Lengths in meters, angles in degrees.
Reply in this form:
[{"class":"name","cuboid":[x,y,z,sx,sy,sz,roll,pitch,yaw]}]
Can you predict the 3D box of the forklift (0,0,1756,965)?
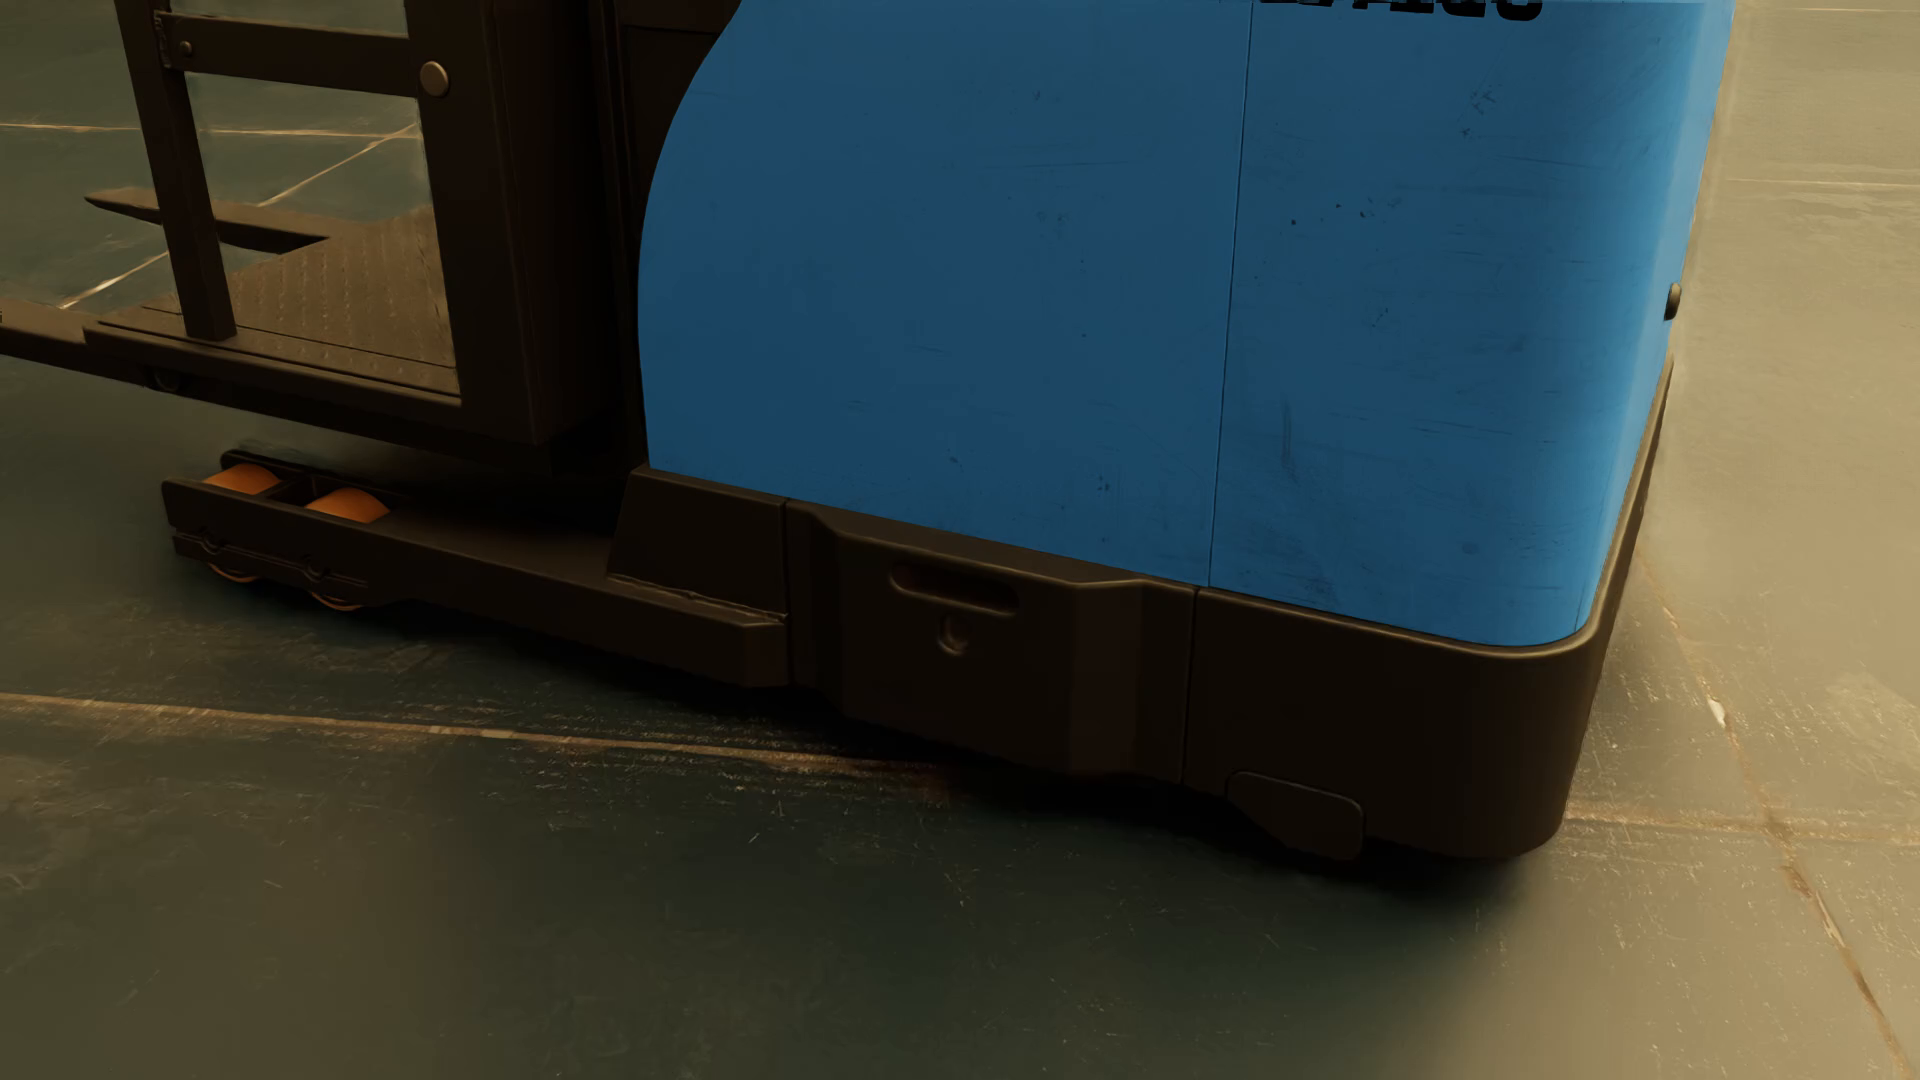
[{"class":"forklift","cuboid":[-0.550,-1.162,1.546,3.031,2.935,1.130,-13,29,-24]}]
